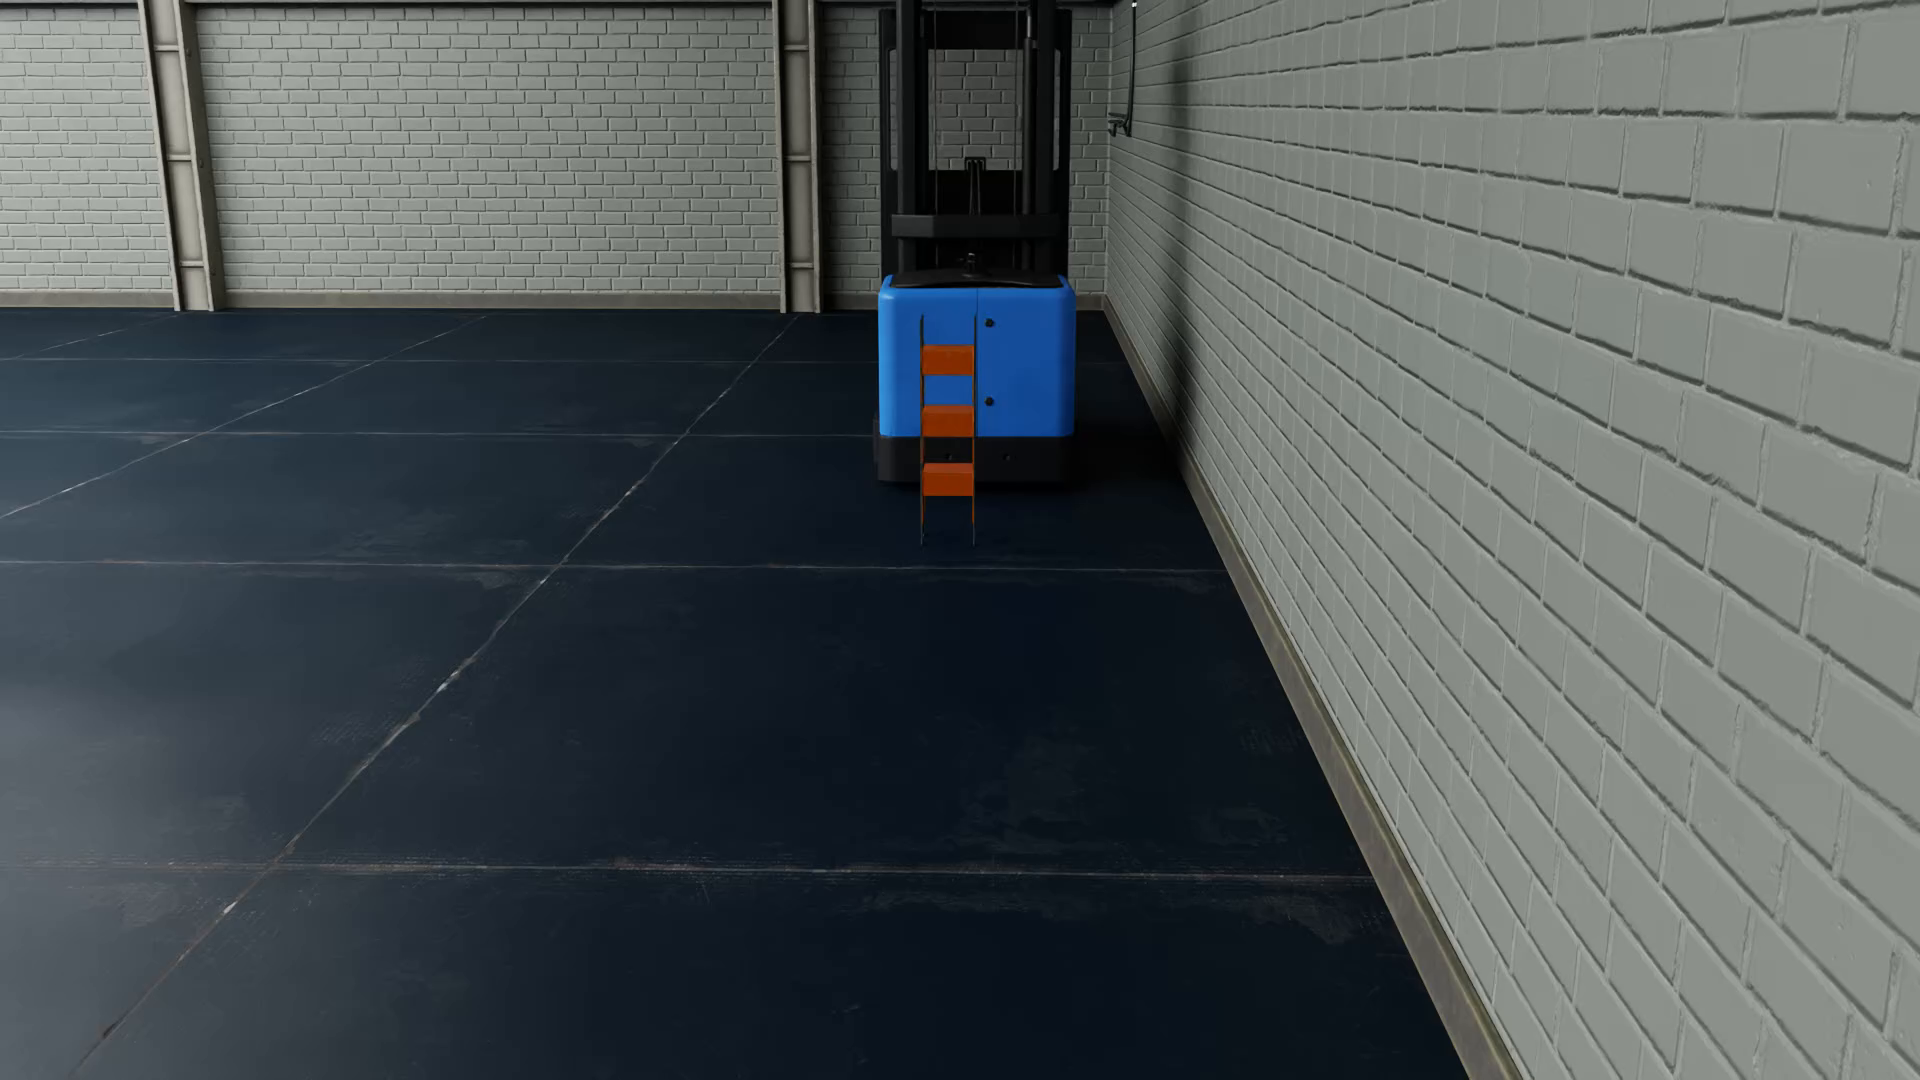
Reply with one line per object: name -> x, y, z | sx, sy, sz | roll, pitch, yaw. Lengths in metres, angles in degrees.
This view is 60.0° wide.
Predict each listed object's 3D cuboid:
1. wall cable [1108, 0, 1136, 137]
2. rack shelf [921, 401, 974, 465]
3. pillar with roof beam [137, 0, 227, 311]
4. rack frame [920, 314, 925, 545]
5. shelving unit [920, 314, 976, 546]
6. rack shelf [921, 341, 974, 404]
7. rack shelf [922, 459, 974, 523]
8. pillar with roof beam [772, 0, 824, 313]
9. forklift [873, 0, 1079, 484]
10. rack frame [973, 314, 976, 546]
wall cable -> 1.357, -4.754, 14.307 | 0.112, 2.526, 3.097 | 0, 15, 1
rack shelf -> -0.054, -0.498, 7.710 | 0.240, 0.259, 0.215 | 0, 15, 1
pillar with roof beam -> -7.662, -5.553, 11.249 | 0.400, 9.000, 9.100 | 0, 15, 1
rack frame -> -0.175, -0.509, 7.710 | 0.008, 1.050, 0.200 | 0, 15, 1
shelving unit -> -0.053, -0.508, 7.707 | 0.252, 1.050, 0.215 | 0, 15, 1
rack shelf -> -0.054, -0.772, 7.638 | 0.240, 0.259, 0.215 | 0, 15, 1
rack shelf -> -0.053, -0.229, 7.781 | 0.240, 0.259, 0.215 | 0, 15, 1
pillar with roof beam -> -1.664, -5.514, 11.101 | 0.400, 9.000, 9.100 | 0, 15, 1
forklift -> 0.083, -2.035, 9.807 | 1.130, 2.935, 3.031 | 0, 15, 0
rack frame -> 0.068, -0.507, 7.704 | 0.008, 1.050, 0.200 | 0, 15, 1
